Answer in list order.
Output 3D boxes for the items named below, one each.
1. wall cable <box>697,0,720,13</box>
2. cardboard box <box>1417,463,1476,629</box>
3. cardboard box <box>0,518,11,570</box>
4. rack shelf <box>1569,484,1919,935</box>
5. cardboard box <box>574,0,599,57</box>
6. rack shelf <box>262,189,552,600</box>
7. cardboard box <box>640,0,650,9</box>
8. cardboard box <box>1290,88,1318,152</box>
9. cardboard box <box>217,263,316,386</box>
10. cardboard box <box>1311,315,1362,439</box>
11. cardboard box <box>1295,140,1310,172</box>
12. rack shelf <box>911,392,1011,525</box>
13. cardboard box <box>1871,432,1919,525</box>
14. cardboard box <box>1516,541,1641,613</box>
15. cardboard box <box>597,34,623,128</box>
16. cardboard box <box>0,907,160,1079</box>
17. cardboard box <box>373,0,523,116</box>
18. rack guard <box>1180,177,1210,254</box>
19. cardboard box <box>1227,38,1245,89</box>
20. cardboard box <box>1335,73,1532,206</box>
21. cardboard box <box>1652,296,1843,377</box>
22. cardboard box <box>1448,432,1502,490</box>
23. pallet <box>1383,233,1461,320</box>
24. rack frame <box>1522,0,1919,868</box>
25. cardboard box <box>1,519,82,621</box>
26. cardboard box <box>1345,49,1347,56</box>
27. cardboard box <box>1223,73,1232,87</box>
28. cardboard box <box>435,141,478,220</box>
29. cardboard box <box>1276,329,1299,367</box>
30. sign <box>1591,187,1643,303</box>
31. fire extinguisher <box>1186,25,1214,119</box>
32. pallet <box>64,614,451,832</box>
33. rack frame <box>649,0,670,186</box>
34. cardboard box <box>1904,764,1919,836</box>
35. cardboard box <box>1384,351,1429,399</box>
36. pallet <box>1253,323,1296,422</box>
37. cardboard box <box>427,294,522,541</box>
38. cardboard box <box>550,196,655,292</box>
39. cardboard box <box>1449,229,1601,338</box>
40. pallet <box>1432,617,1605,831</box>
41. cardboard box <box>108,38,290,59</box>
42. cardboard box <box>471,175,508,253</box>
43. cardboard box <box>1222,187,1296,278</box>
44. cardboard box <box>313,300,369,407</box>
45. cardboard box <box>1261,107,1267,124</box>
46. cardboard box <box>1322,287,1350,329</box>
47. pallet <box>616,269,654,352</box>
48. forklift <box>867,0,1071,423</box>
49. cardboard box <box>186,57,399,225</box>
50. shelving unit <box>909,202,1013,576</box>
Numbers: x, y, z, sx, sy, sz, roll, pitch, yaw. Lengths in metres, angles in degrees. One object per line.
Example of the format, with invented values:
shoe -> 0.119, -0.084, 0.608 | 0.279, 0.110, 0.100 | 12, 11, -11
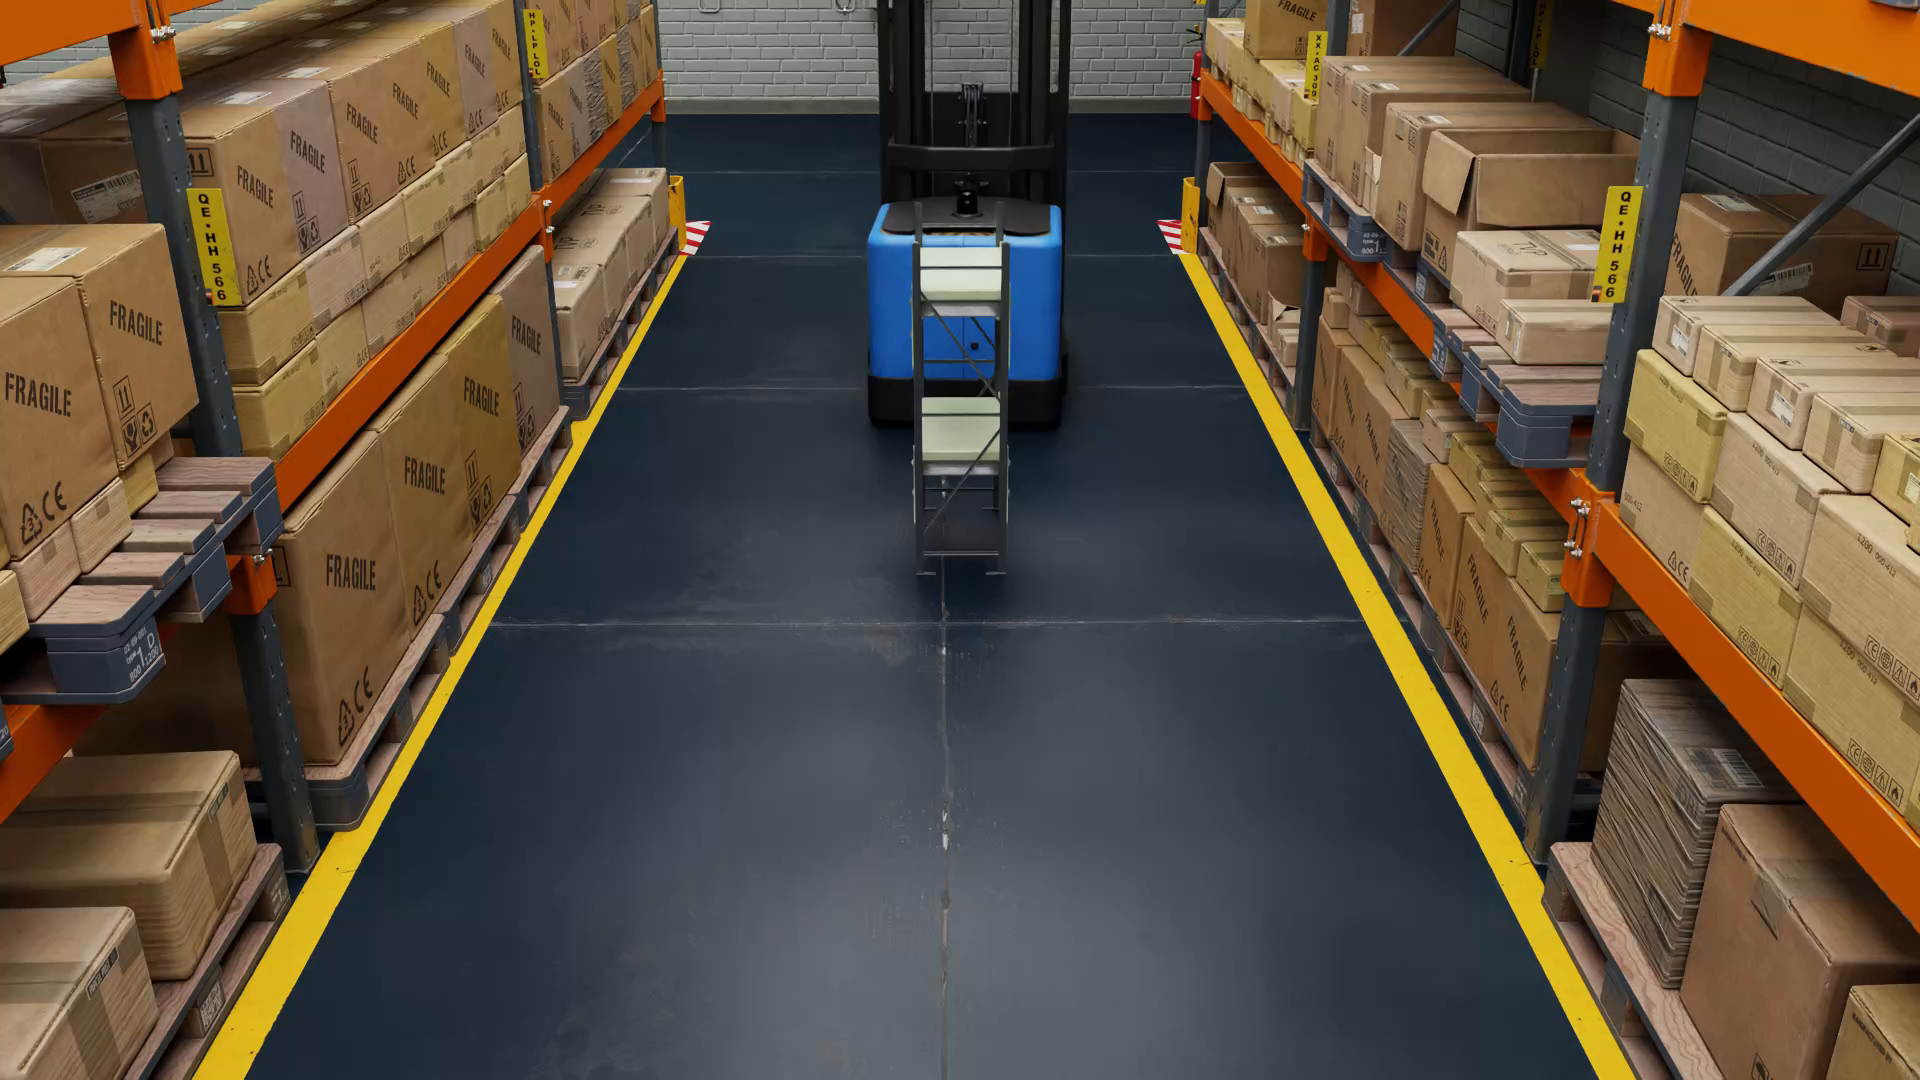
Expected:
wall cable -> -2.772, -6.404, 16.998 | 0.585, 1.953, 0.123 | 0, 24, -1
cardboard box -> 2.141, 0.022, 6.586 | 0.500, 0.500, 0.500 | 1, 24, 2
cardboard box -> -2.293, -0.072, 3.278 | 0.500, 0.500, 0.500 | -2, 24, -4
rack shelf -> 2.386, 0.821, 3.167 | 1.077, 0.370, 4.000 | 0, 24, -1
cardboard box -> -2.400, -3.073, 9.569 | 0.500, 0.500, 0.500 | 0, 24, 0
rack shelf -> -2.621, -0.803, 6.759 | 1.077, 0.370, 4.000 | 0, 24, -1
cardboard box -> -2.443, -3.907, 11.414 | 0.500, 0.500, 0.500 | 1, 24, 1
cardboard box -> 2.071, -2.255, 8.917 | 0.500, 0.250, 0.500 | 0, 24, 1
cardboard box -> -2.358, -0.676, 5.180 | 0.500, 0.250, 0.500 | 0, 24, -1
cardboard box -> 2.101, -0.831, 8.471 | 0.500, 0.500, 0.500 | 1, 24, 2
cardboard box -> 2.040, -2.102, 9.062 | 0.380, 0.149, 0.250 | 0, 24, 1
rack shelf -> 0.000, -0.384, 7.569 | 0.431, 0.370, 0.720 | 0, 24, -1
cardboard box -> 2.154, -0.112, 3.450 | 0.380, 0.149, 0.250 | 0, 24, 0
cardboard box -> 2.105, 0.119, 5.583 | 0.380, 0.149, 0.250 | -1, 24, -3
cardboard box -> -2.392, -2.820, 10.223 | 0.500, 0.500, 0.500 | 0, 24, 1
cardboard box -> -2.587, 1.236, 4.056 | 0.950, 0.372, 0.625 | -1, 24, -2
cardboard box -> -2.387, -2.273, 7.802 | 0.500, 0.500, 0.500 | 1, 24, 1
rack guard -> 2.277, -2.457, 12.576 | 1.175, 0.500, 0.348 | 0, 24, -1
cardboard box -> 2.027, -3.090, 10.762 | 0.500, 0.250, 0.500 | -1, 24, -2
cardboard box -> 2.108, -1.802, 7.463 | 0.700, 0.500, 0.500 | 0, 24, 0
cardboard box -> 2.073, -0.539, 4.393 | 0.380, 0.149, 0.250 | 0, 24, 1
cardboard box -> 2.152, -0.314, 6.540 | 0.380, 0.149, 0.250 | -1, 24, -1
pallet -> 2.338, -1.045, 6.652 | 1.003, 0.211, 1.213 | 0, 24, -1
rack frame -> 2.364, -0.331, 4.841 | 1.000, 3.000, 0.127 | 0, 24, -1
cardboard box -> -2.243, 0.068, 3.755 | 0.380, 0.149, 0.250 | -1, 24, -3
cardboard box -> 2.558, -2.874, 10.286 | 0.500, 0.250, 0.500 | 0, 24, -1
cardboard box -> 2.055, -3.271, 11.648 | 0.380, 0.149, 0.250 | 0, 24, 1
cardboard box -> -2.371, -1.515, 7.034 | 0.500, 0.250, 0.500 | 0, 24, 1
cardboard box -> 2.021, -1.100, 9.491 | 0.380, 0.149, 0.250 | -1, 24, -2
sign -> 1.821, -0.816, 4.605 | 0.100, 0.325, 0.005 | 0, 24, -1
fire extinguisher -> 1.813, -3.481, 12.352 | 0.296, 0.674, 0.183 | 0, 24, -1
pallet -> -2.533, 0.639, 6.082 | 1.003, 0.211, 1.213 | 0, 24, -1
rack frame -> -2.687, -3.603, 12.077 | 1.000, 3.000, 0.127 | 0, 24, -1
cardboard box -> 2.141, 0.555, 3.065 | 0.500, 0.250, 0.500 | 1, 24, 1
cardboard box -> 2.135, -0.742, 7.488 | 0.380, 0.149, 0.250 | 0, 24, -1
pallet -> 2.314, -0.991, 9.686 | 1.003, 0.211, 1.213 | 0, 24, -1
cardboard box -> -2.539, -0.551, 7.397 | 0.875, 0.875, 0.875 | 0, 24, 1
cardboard box -> -2.561, -1.979, 11.084 | 0.875, 0.438, 0.875 | 0, 24, 1
cardboard box -> 2.029, -0.887, 5.743 | 0.500, 0.250, 0.500 | -1, 24, -3
pallet -> 2.394, 0.632, 6.096 | 1.003, 0.211, 1.213 | 0, 24, -1
cardboard box -> -2.878, -1.644, 6.411 | 0.500, 0.500, 0.500 | -1, 24, -1
cardboard box -> -2.382, -1.493, 7.593 | 0.500, 0.250, 0.500 | -1, 24, -1
cardboard box -> 2.159, -2.075, 11.221 | 0.700, 0.500, 0.500 | 1, 24, 2
cardboard box -> -2.376, -0.653, 5.735 | 0.500, 0.250, 0.500 | -1, 24, -2
cardboard box -> 2.065, -2.631, 10.231 | 0.380, 0.149, 0.250 | 0, 24, -1
cardboard box -> 2.058, -1.178, 8.451 | 0.380, 0.149, 0.250 | 1, 24, 2
pallet -> -2.589, -1.502, 10.815 | 1.003, 0.211, 1.213 | 0, 24, -1
forklift -> 0.093, -2.532, 9.792 | 1.130, 2.935, 3.031 | 1, 24, 3
cardboard box -> -2.366, -1.430, 5.937 | 0.500, 0.500, 0.500 | 0, 24, 1
shelving unit -> 0.000, -0.681, 7.435 | 0.431, 1.500, 0.755 | 0, 24, -1
